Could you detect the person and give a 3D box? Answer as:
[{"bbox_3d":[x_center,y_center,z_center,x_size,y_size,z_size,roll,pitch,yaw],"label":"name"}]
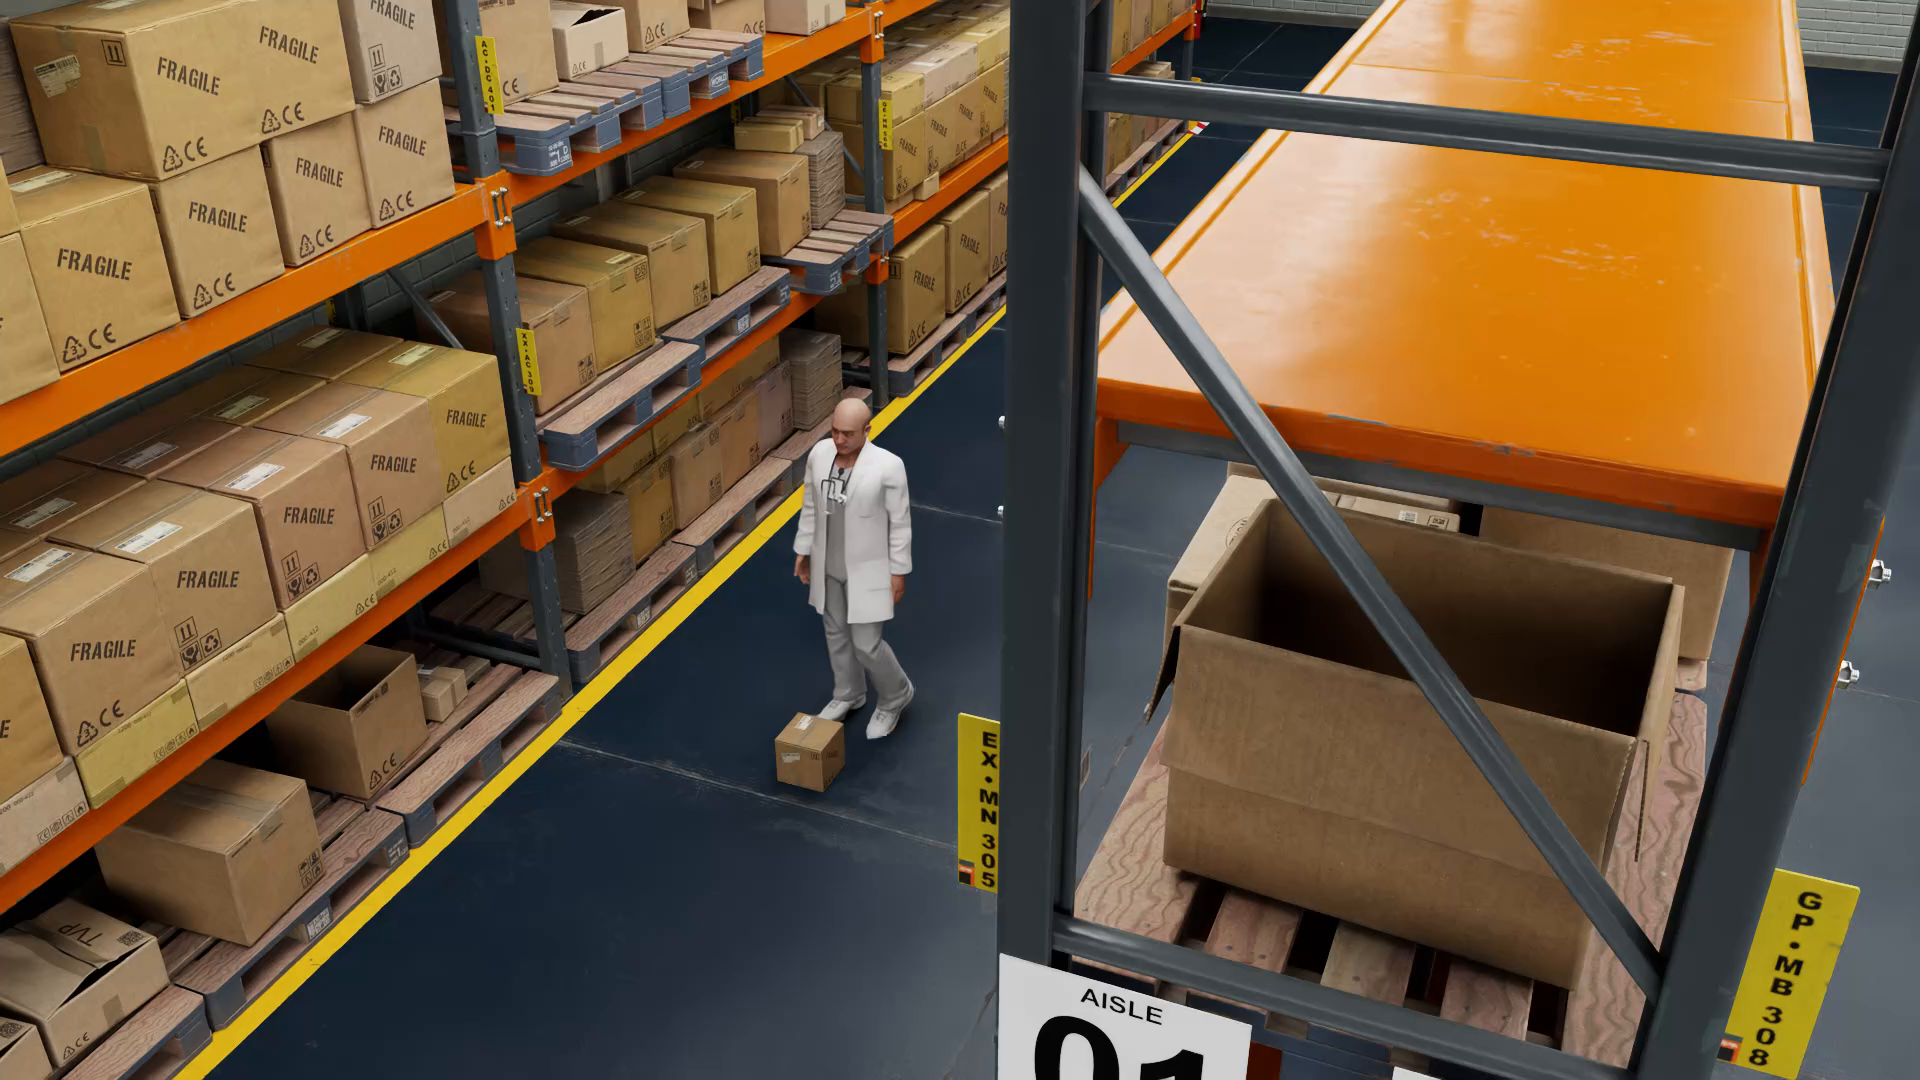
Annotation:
[{"bbox_3d":[-0.554,0.141,8.173,0.630,1.808,0.439,15,33,25],"label":"person"}]
